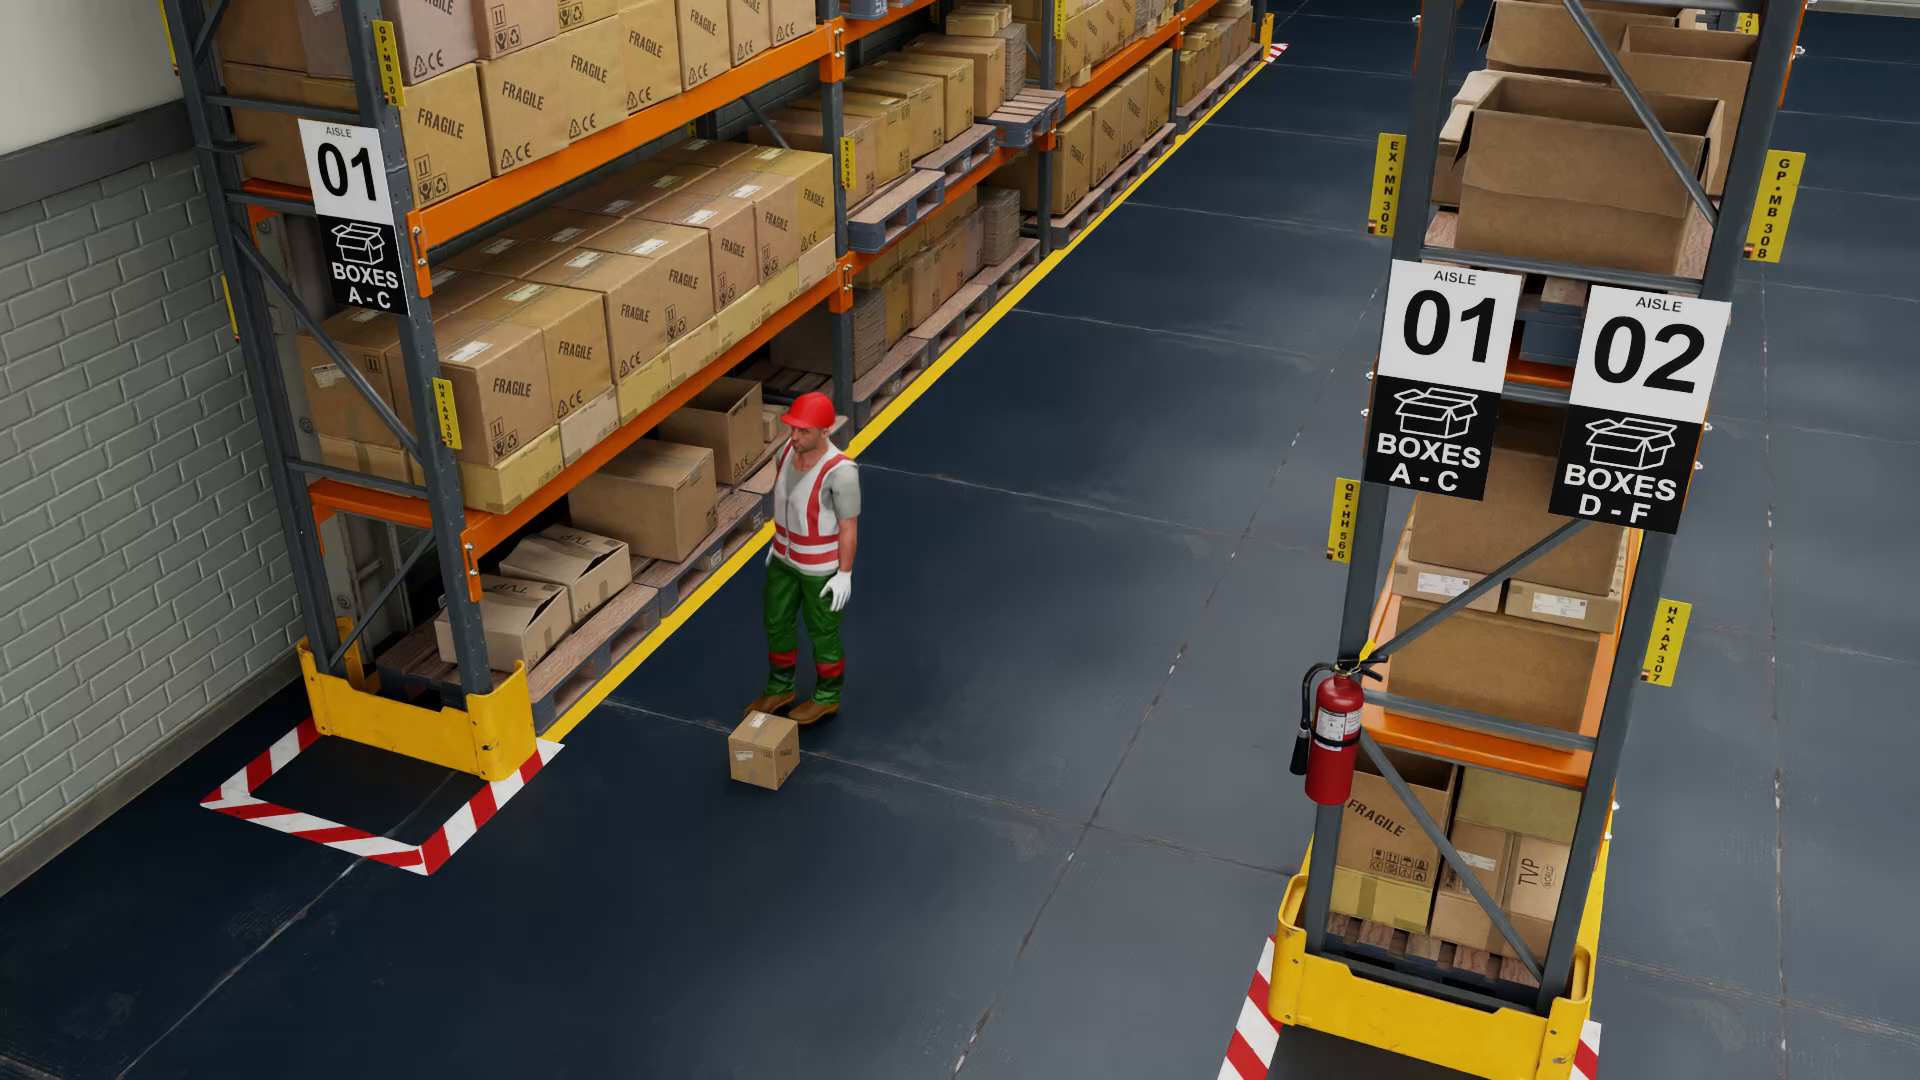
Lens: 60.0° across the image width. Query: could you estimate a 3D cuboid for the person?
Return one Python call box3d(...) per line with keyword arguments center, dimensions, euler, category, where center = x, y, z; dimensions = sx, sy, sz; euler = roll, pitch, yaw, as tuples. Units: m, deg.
box3d(center=(-0.782, 0.133, 8.131), dimensions=(0.575, 1.819, 0.478), euler=(25, 38, 37), category="person")
